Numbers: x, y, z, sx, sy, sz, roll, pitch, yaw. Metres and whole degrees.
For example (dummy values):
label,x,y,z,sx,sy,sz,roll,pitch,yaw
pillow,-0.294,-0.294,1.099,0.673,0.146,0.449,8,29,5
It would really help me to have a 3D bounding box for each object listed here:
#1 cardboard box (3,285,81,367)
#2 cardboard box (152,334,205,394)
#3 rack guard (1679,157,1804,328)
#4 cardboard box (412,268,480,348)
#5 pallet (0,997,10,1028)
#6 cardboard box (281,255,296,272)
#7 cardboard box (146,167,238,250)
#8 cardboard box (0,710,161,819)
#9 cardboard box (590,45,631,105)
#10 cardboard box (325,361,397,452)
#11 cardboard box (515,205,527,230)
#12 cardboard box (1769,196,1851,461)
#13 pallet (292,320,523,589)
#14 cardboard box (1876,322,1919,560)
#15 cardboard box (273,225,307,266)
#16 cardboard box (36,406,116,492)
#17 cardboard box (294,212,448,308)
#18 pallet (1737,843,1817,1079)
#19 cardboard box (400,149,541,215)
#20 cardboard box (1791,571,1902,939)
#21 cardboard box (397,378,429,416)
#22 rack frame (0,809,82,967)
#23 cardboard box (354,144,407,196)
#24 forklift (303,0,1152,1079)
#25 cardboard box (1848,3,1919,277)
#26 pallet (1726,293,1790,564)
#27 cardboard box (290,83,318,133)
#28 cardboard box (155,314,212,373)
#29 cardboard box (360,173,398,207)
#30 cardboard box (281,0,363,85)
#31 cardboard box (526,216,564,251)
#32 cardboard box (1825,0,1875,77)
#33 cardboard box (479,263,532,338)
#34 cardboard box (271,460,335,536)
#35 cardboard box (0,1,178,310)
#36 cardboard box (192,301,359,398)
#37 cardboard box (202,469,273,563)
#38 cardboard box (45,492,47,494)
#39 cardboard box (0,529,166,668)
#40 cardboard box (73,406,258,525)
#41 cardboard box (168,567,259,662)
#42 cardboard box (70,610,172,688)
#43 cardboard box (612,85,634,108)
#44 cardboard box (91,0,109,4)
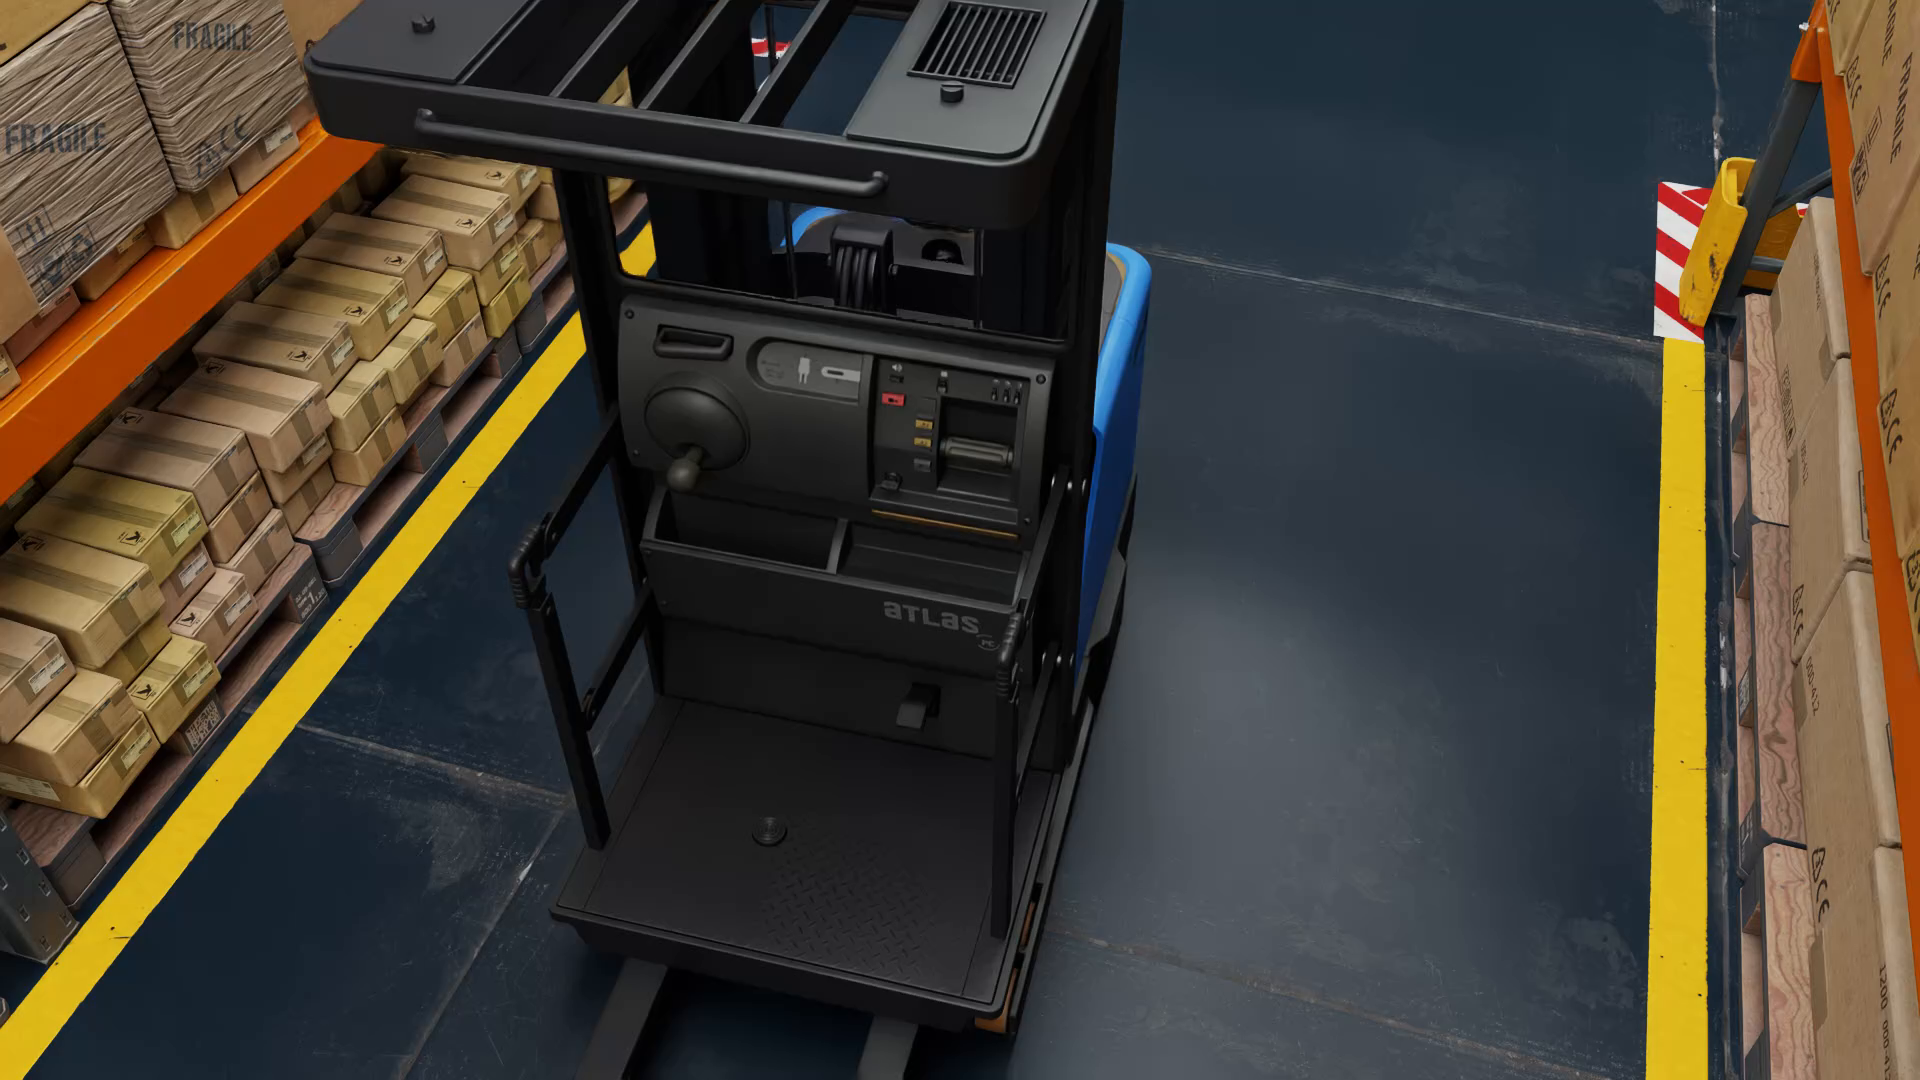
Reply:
label,x,y,z,sx,sy,sz,roll,pitch,yaw
cardboard box,-2.301,-0.558,3.856,0.380,0.149,0.250,11,45,11
cardboard box,-2.482,-0.527,5.169,0.380,0.149,0.250,11,45,11
rack guard,3.230,-0.960,5.873,1.175,0.500,0.348,13,46,13
cardboard box,-1.809,-0.782,5.430,0.380,0.149,0.250,15,46,15
pallet,-2.971,1.364,3.705,1.003,0.211,1.213,13,46,13
cardboard box,-2.269,-0.874,5.524,0.380,0.149,0.250,15,46,15
cardboard box,-2.075,-0.893,4.197,0.380,0.149,0.250,13,46,13
cardboard box,-2.321,0.542,4.289,0.380,0.149,0.250,11,45,11
cardboard box,-1.445,-1.755,6.212,0.380,0.149,0.250,13,46,13
cardboard box,-1.965,-0.433,5.074,0.380,0.149,0.250,12,46,12
cardboard box,-1.749,-1.139,5.795,0.380,0.149,0.250,12,46,12
cardboard box,3.118,-0.610,5.261,0.875,0.438,0.875,11,45,11
pallet,-2.200,-0.426,5.535,1.003,0.211,1.213,13,46,13
cardboard box,2.197,-0.252,3.292,0.500,0.500,0.500,12,46,12
cardboard box,-2.388,-1.003,5.443,0.380,0.149,0.250,13,46,13
cardboard box,-2.616,-0.291,4.715,0.380,0.149,0.250,14,46,14
cardboard box,-1.885,-0.898,5.336,0.380,0.149,0.250,11,45,11
pallet,2.316,1.336,3.734,1.003,0.211,1.213,13,46,13
cardboard box,-1.672,-1.241,5.687,0.380,0.149,0.250,11,45,11
cardboard box,2.574,0.602,4.022,0.875,0.438,0.875,11,45,11
cardboard box,-1.960,-0.522,5.377,0.380,0.149,0.250,14,46,14
rack frame,-2.737,-0.152,3.261,1.000,3.000,0.127,13,46,13
cardboard box,-2.172,-1.352,5.799,0.380,0.149,0.250,10,45,11
forklift,-0.322,-0.162,3.320,1.130,2.935,3.031,10,45,10
cardboard box,2.506,-0.935,3.990,0.500,0.500,0.500,12,46,12
pallet,3.055,-0.291,5.396,1.003,0.211,1.213,13,46,13
cardboard box,-1.950,-1.258,4.571,0.380,0.149,0.250,14,46,14
cardboard box,-2.552,-0.673,5.106,0.380,0.149,0.250,11,45,11
cardboard box,-2.237,-1.260,5.919,0.380,0.149,0.250,14,46,14
cardboard box,-1.883,-1.594,4.450,0.500,0.500,0.500,15,46,15
cardboard box,-1.630,-1.204,6.073,0.380,0.149,0.250,12,46,12
cardboard box,2.803,-1.614,4.683,0.500,0.500,0.500,12,46,12
cardboard box,-1.710,-0.853,5.715,0.380,0.149,0.250,11,45,11
cardboard box,-2.137,-0.178,5.026,0.380,0.149,0.250,11,45,11
cardboard box,-2.204,-0.902,3.743,0.500,0.500,0.500,13,46,12
cardboard box,-2.050,-0.562,4.992,0.380,0.149,0.250,11,45,11
cardboard box,-2.207,-0.100,4.733,0.380,0.149,0.250,10,45,10
cardboard box,-2.641,-0.178,4.813,0.380,0.149,0.250,13,46,13
cardboard box,-2.295,0.148,4.267,0.380,0.149,0.250,15,46,14
cardboard box,-2.209,-0.210,4.633,0.380,0.149,0.250,11,46,11
cardboard box,-2.214,0.188,4.651,0.380,0.149,0.250,12,46,12
cardboard box,-2.331,0.249,4.376,0.380,0.149,0.250,13,46,13
cardboard box,-1.414,-1.643,6.310,0.380,0.149,0.250,11,46,11
cardboard box,-2.044,-1.579,3.719,0.500,0.500,0.500,13,46,13
